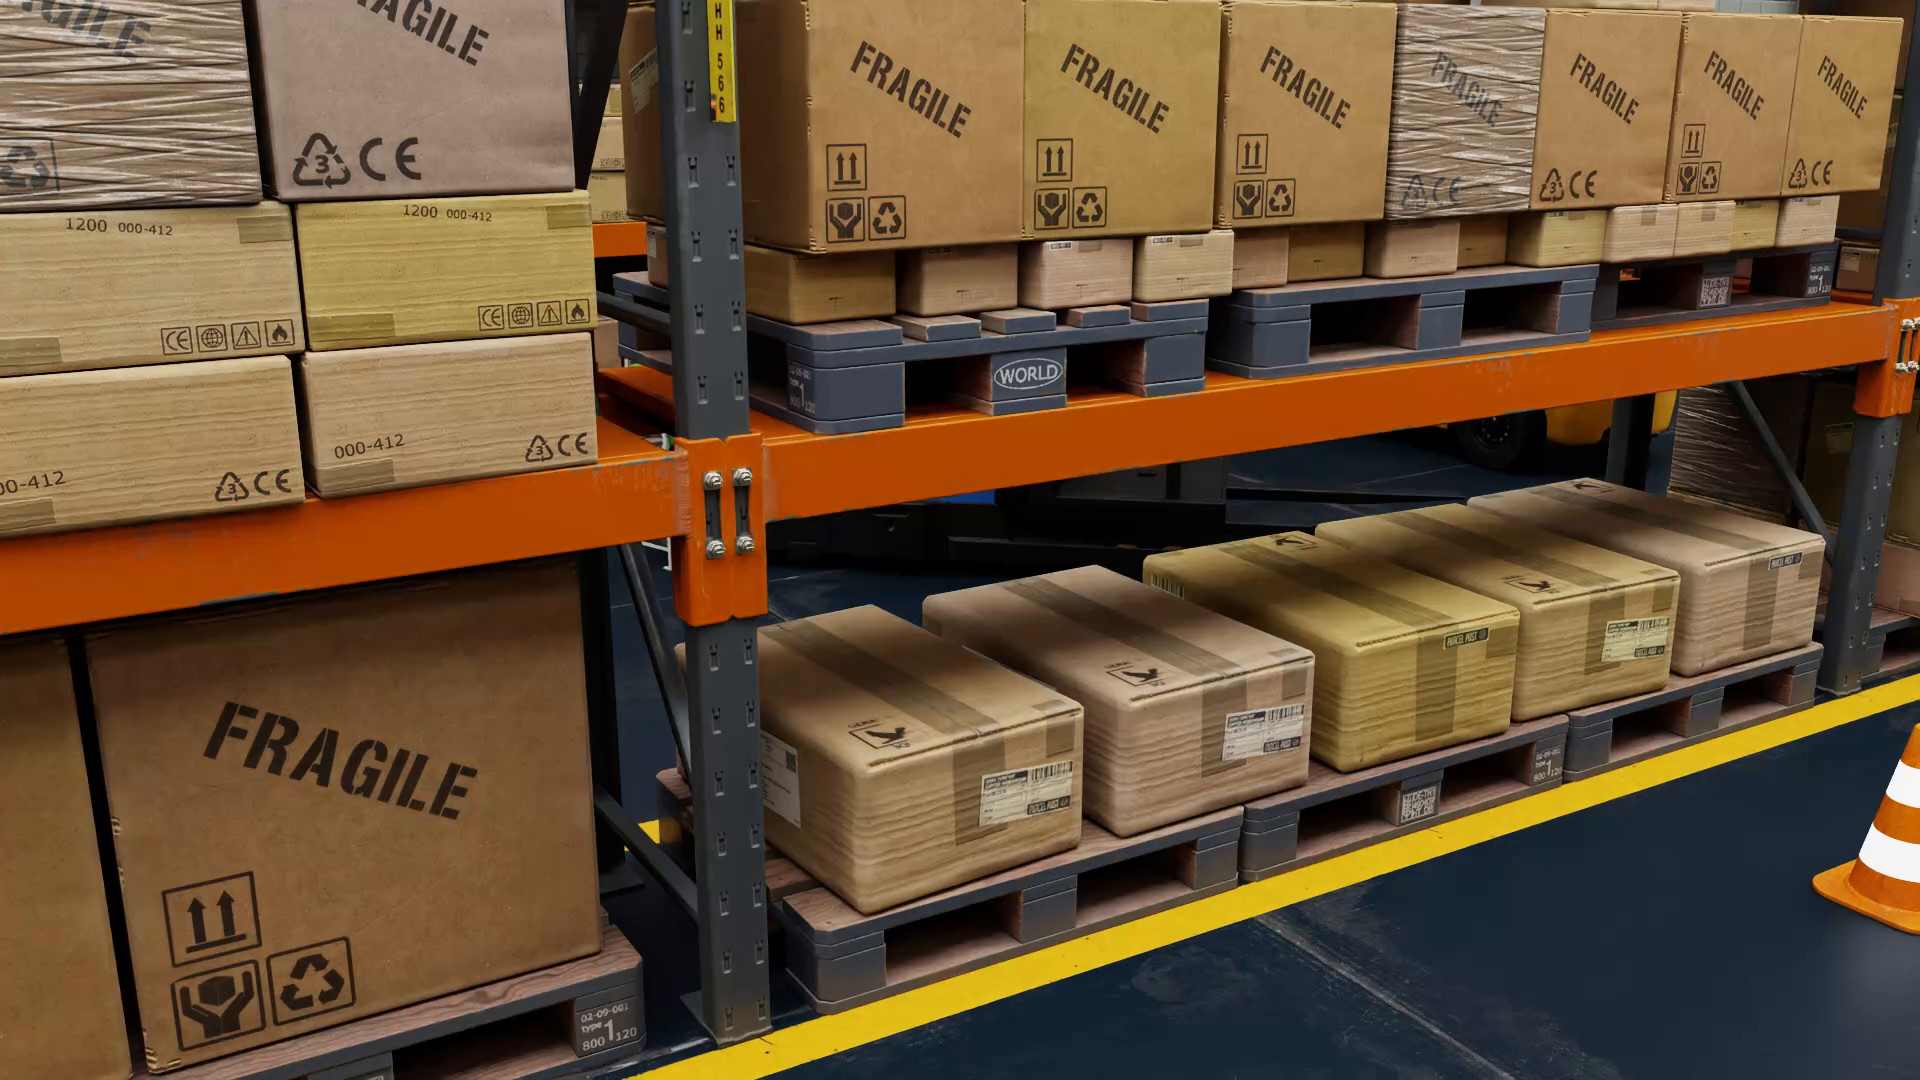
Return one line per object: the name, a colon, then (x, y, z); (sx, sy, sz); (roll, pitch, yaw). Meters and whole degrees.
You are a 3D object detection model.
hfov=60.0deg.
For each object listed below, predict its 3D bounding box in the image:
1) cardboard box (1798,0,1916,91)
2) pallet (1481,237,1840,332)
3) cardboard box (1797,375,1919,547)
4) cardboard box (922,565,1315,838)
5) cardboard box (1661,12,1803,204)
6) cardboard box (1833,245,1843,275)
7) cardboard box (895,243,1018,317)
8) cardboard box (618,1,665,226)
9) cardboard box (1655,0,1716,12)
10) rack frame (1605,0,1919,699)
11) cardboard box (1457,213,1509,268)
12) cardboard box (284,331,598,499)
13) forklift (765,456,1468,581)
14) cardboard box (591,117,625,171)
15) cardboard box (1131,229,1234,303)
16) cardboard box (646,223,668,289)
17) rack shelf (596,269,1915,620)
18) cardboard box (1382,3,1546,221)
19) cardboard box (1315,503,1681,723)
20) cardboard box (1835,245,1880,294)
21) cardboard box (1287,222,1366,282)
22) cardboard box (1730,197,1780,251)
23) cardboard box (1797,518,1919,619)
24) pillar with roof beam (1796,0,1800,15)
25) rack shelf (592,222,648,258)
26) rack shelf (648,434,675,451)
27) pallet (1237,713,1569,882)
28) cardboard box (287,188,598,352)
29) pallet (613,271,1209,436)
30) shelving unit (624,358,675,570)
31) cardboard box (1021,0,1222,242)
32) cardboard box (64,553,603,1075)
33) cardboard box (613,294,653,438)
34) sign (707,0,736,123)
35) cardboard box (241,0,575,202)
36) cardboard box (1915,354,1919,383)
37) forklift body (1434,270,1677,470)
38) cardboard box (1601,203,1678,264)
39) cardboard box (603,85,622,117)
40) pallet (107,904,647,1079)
cardboard box: (3.202, -1.723, 5.410); (0.500, 0.500, 0.700); (-9, 18, -30)
pallet: (1.983, -0.874, 5.327); (1.213, 0.211, 1.003); (-9, 18, -30)
cardboard box: (3.358, -0.298, 5.843); (0.500, 0.500, 0.500); (-8, 18, -27)
cardboard box: (0.402, 0.399, 4.519); (0.625, 0.372, 0.950); (-10, 18, -31)
cardboard box: (2.011, -1.246, 4.784); (0.500, 0.500, 0.500); (-9, 18, -29)
cardboard box: (3.042, -1.070, 6.134); (0.250, 0.149, 0.380); (-9, 18, -28)
cardboard box: (-0.082, -0.598, 3.674); (0.250, 0.149, 0.380); (-11, 19, -33)
cardboard box: (-0.469, -1.004, 3.921); (0.500, 0.500, 0.500); (-10, 18, -31)
cardboard box: (1.849, -1.530, 4.594); (0.250, 0.149, 0.380); (-10, 18, -31)
rack frame: (2.713, -1.039, 5.560); (0.127, 3.000, 1.000); (-9, 18, -30)
cardboard box: (1.253, -0.834, 4.514); (0.250, 0.149, 0.380); (-10, 18, -32)
cardboard box: (-1.016, -0.281, 3.131); (0.500, 0.250, 0.500); (-10, 18, -32)
forklift: (0.673, -1.375, 6.885); (3.031, 2.935, 1.130); (3, 16, 9)
cardboard box: (-1.882, -1.943, 8.134); (0.500, 0.250, 0.500); (-10, 18, -31)
cardboard box: (0.423, -0.659, 3.891); (0.250, 0.149, 0.380); (-9, 18, -29)
cardboard box: (-0.556, -0.664, 3.910); (0.250, 0.149, 0.380); (-8, 18, -28)
rack shelf: (0.998, -0.415, 4.665); (4.000, 0.370, 1.077); (-9, 18, -30)
cardboard box: (1.116, -1.103, 4.273); (0.500, 0.500, 0.500); (-10, 19, -32)
cardboard box: (1.650, 0.198, 5.236); (0.625, 0.372, 0.950); (-8, 18, -26)
cardboard box: (3.148, -0.888, 5.485); (0.250, 0.149, 0.380); (-9, 18, -30)
cardboard box: (0.811, -0.759, 4.247); (0.250, 0.149, 0.380); (-8, 18, -28)
cardboard box: (2.179, -0.952, 4.938); (0.250, 0.149, 0.380); (-10, 18, -31)
cardboard box: (3.358, 0.063, 5.944); (0.500, 0.250, 0.500); (-10, 19, -32)
pillar with roof beam: (9.881, -5.582, 10.649); (0.400, 9.000, 9.100); (-9, 18, -30)
rack shelf: (-1.561, -1.563, 8.760); (4.000, 0.370, 1.077); (-9, 18, -30)
rack shelf: (-1.132, -0.461, 7.068); (0.258, 0.148, 0.480); (13, 20, 39)
pallet: (0.999, 0.583, 4.940); (1.213, 0.211, 1.003); (-9, 18, -30)
cardboard box: (-1.000, -0.526, 3.079); (0.500, 0.250, 0.500); (-9, 18, -30)
pallet: (-0.160, -0.515, 4.043); (1.003, 0.211, 1.213); (-9, 18, -30)
shelving unit: (-1.132, -0.522, 7.051); (0.258, 1.200, 0.503); (13, 20, 39)
cardboard box: (0.232, -0.960, 3.762); (0.500, 0.500, 0.500); (-8, 18, -27)
cardboard box: (-1.351, 0.414, 3.532); (0.875, 0.875, 0.875); (-9, 18, -30)
cardboard box: (-1.601, -0.960, 8.898); (0.625, 0.625, 0.875); (-10, 19, -32)
sign: (-0.427, -0.913, 2.963); (0.005, 0.325, 0.100); (-9, 18, -30)
cardboard box: (-1.024, -0.880, 2.955); (0.500, 0.500, 0.500); (-10, 18, -31)
cardboard box: (3.496, -0.614, 5.768); (0.250, 0.149, 0.380); (-9, 18, -29)
forklift body: (2.896, -1.649, 9.307); (1.214, 2.155, 2.313); (-9, 18, -30)
cardboard box: (1.760, -0.872, 4.651); (0.250, 0.149, 0.380); (-9, 18, -29)
cardboard box: (-1.750, -2.150, 8.134); (0.250, 0.149, 0.380); (-9, 18, -29)
pallet: (-1.431, 0.952, 3.624); (1.213, 0.211, 1.003); (-9, 18, -30)
